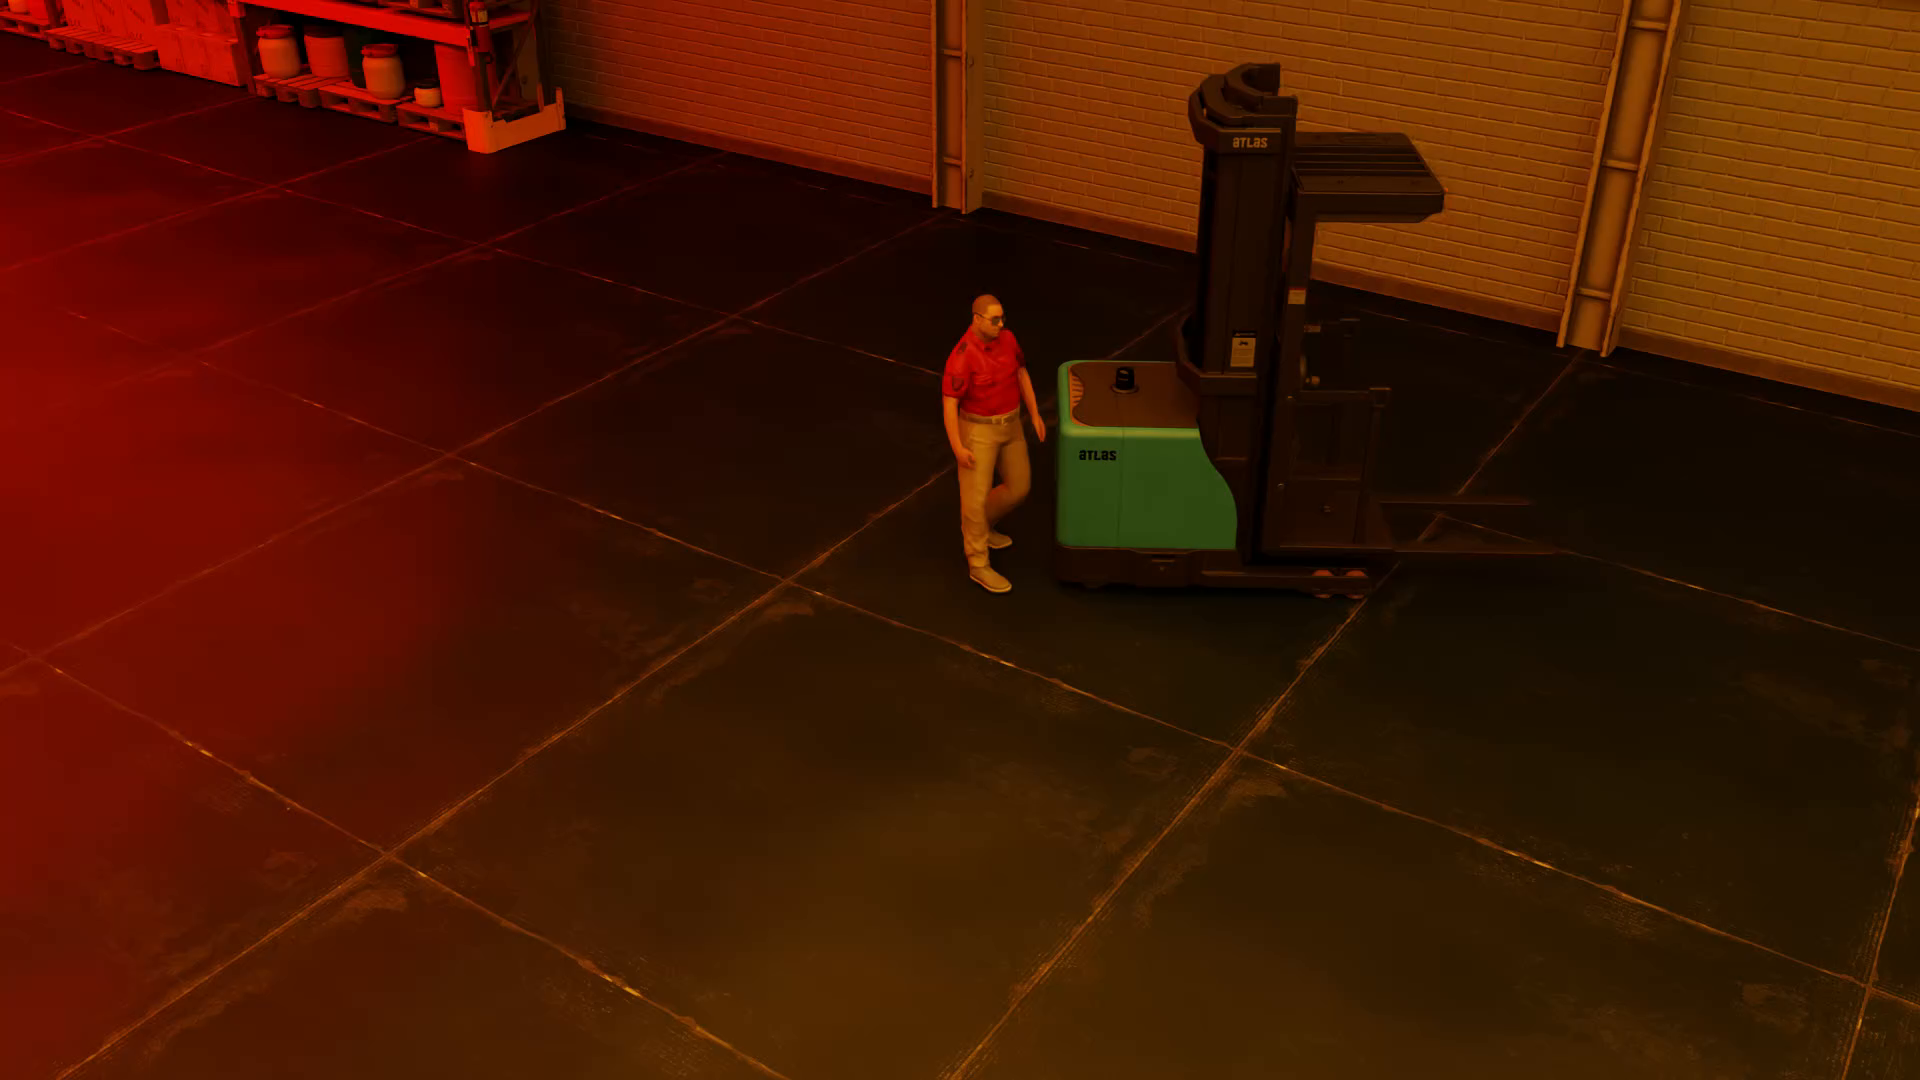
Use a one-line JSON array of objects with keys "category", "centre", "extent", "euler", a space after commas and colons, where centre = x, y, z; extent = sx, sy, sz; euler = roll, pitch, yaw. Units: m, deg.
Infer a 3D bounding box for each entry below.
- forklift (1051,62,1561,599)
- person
[{"category": "forklift", "centre": [2.089, -1.191, 9.632], "extent": [3.031, 2.935, 1.130], "euler": [1, 30, 2]}, {"category": "person", "centre": [0.270, -0.603, 9.867], "extent": [0.695, 1.686, 0.679], "euler": [-23, 37, -34]}]
